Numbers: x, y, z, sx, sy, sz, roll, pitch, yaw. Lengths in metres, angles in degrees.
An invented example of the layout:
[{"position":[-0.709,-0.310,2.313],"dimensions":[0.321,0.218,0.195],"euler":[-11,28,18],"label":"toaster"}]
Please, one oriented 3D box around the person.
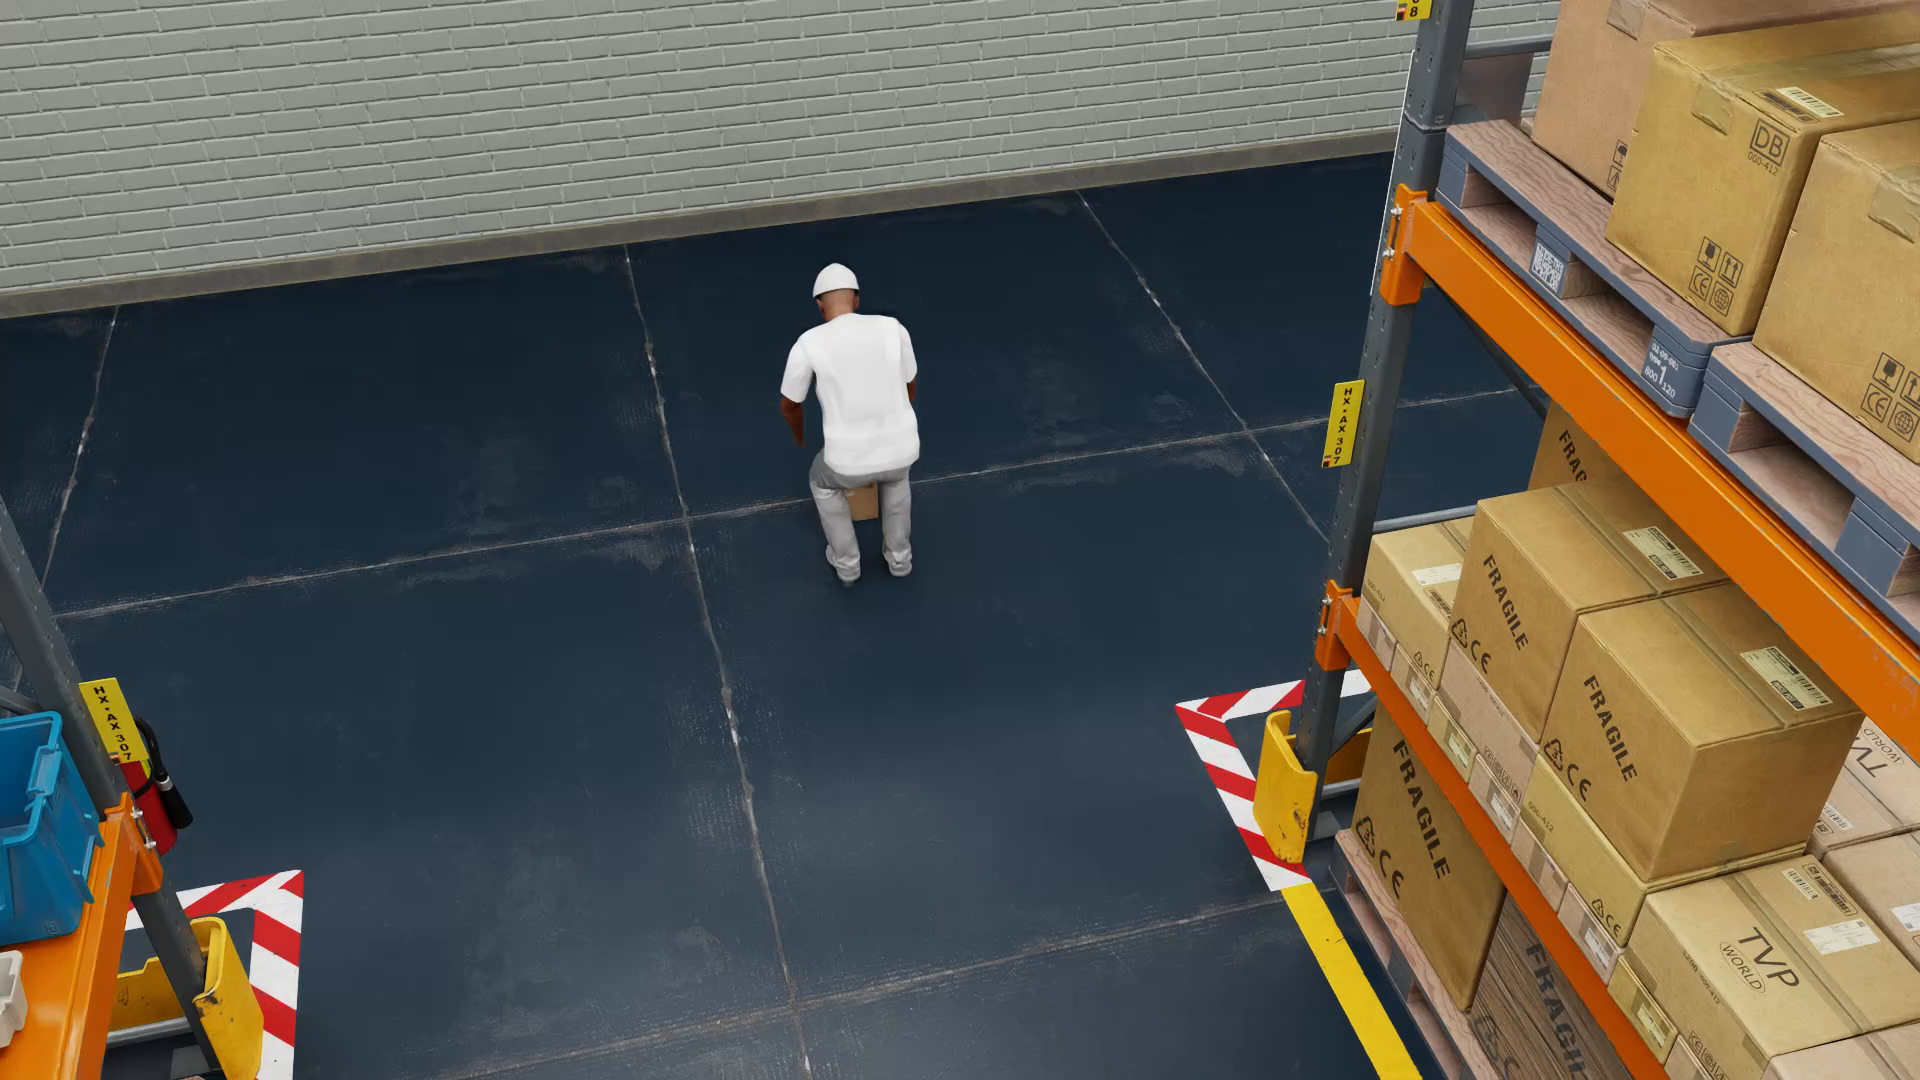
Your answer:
[{"position":[-0.482,-0.486,7.567],"dimensions":[0.630,1.461,0.728],"euler":[-9,39,-12],"label":"person"}]
